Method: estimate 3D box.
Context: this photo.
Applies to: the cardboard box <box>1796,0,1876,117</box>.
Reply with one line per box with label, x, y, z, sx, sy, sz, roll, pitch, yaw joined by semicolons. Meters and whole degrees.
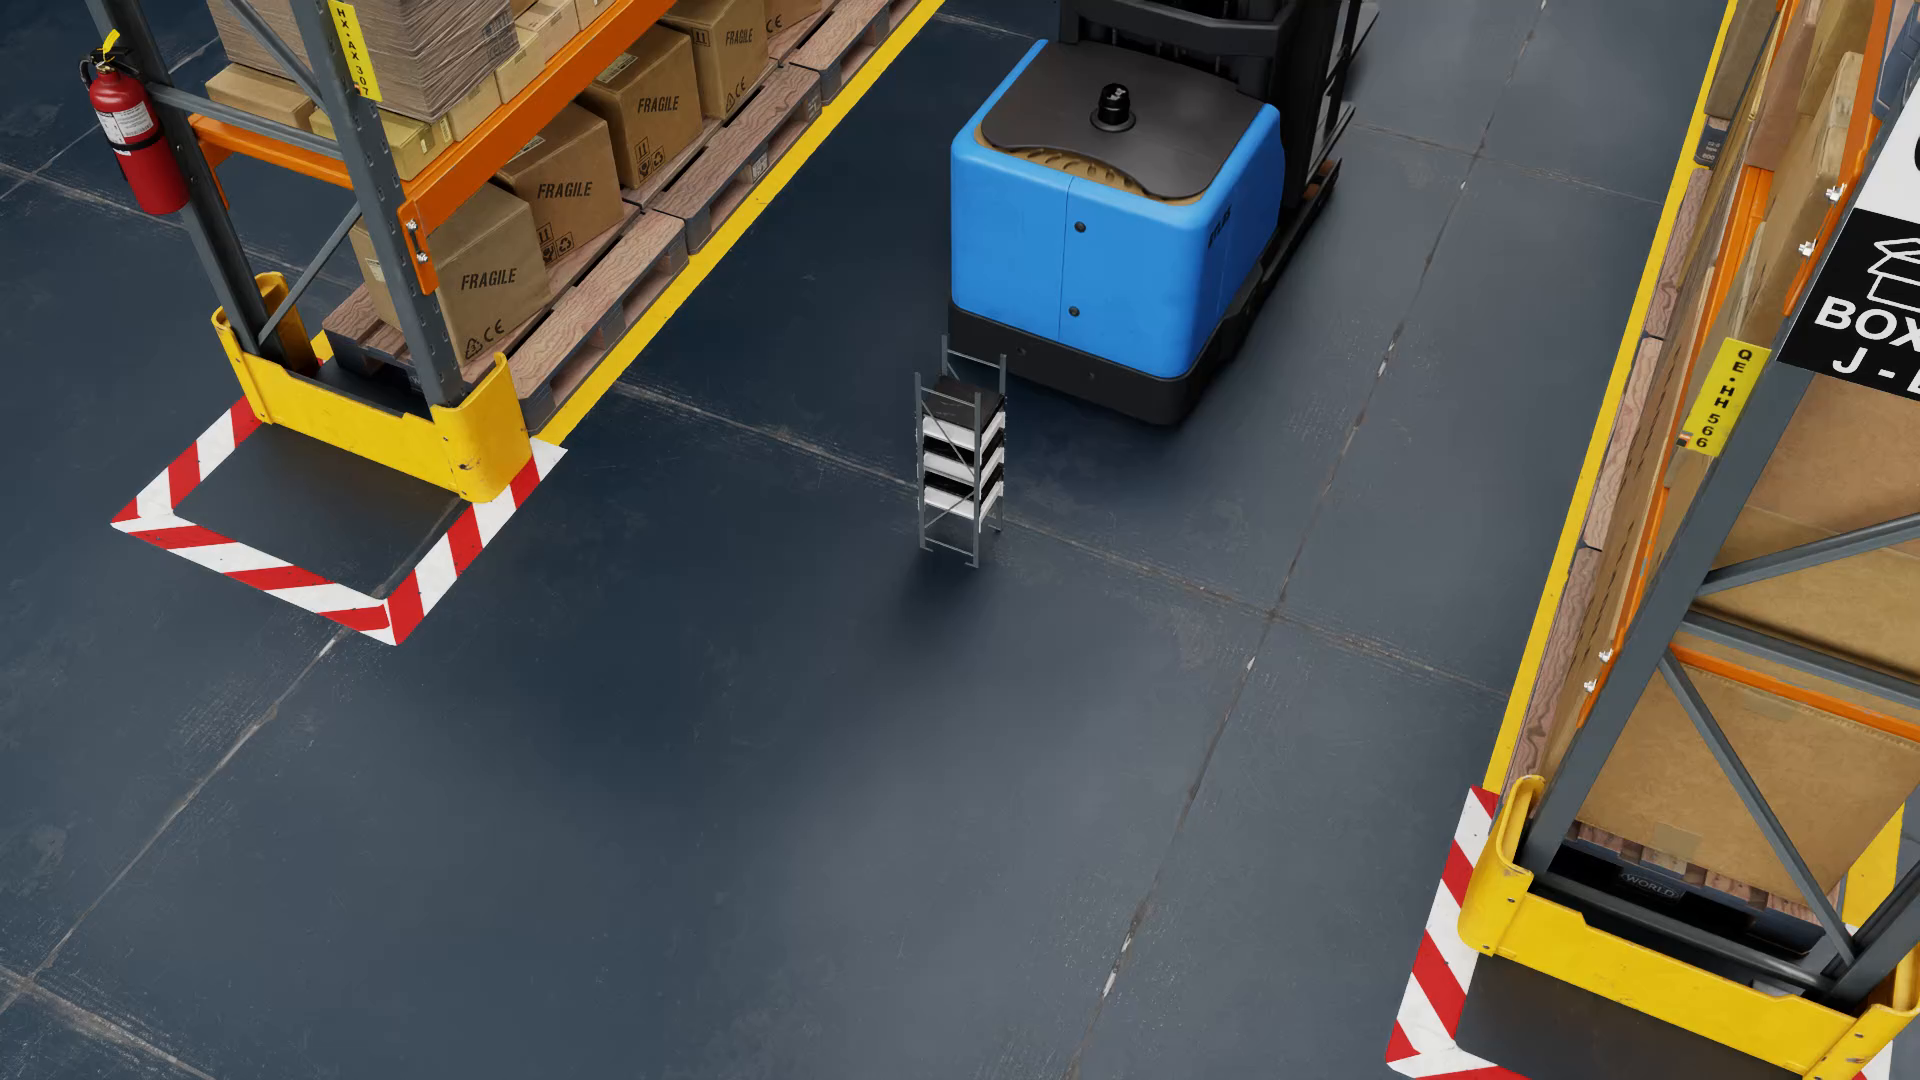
cardboard box;2.964;-1.467;4.721;0.875;0.550;0.500;20;52;16

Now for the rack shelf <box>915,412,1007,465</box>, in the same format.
rack shelf;0.003;-0.392;5.800;0.258;0.077;0.200;20;52;16

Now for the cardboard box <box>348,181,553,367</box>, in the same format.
cardboard box;-2.011;-1.102;6.583;0.500;0.500;0.500;29;55;22

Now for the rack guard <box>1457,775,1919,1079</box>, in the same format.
rack guard;2.138;1.159;4.936;1.175;0.500;0.348;20;52;16

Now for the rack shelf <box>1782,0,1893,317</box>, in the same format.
rack shelf;3.003;-1.784;4.301;1.077;0.370;4.000;20;52;16

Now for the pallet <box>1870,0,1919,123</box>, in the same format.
pallet;2.456;-1.125;3.327;1.003;0.211;1.213;20;52;16

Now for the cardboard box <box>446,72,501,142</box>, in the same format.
cardboard box;-1.832;-1.554;5.768;0.380;0.149;0.250;20;52;16

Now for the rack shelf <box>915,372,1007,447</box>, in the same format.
rack shelf;0.003;-0.451;5.732;0.258;0.077;0.200;20;52;16

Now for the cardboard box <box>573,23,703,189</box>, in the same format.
cardboard box;-1.502;-1.949;7.305;0.500;0.500;0.500;24;54;19

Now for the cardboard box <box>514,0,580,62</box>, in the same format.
cardboard box;-1.623;-1.901;6.063;0.380;0.149;0.250;20;52;16

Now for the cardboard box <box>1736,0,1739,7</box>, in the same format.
cardboard box;4.457;-2.949;7.991;1.050;0.750;0.750;20;52;16

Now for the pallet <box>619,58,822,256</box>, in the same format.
pallet;-1.359;-1.885;7.715;1.003;0.211;1.213;20;52;16

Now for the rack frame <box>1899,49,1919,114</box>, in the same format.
rack frame;2.148;-1.612;1.713;1.000;3.000;0.127;20;52;16

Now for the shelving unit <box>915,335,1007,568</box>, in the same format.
shelving unit;0.003;-0.297;5.912;0.258;0.900;0.210;20;52;16

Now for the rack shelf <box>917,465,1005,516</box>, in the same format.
rack shelf;0.003;-0.217;6.006;0.258;0.077;0.200;20;52;16

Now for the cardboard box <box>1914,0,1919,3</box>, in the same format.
cardboard box;1.984;-1.066;3.042;0.380;0.149;0.250;20;52;16

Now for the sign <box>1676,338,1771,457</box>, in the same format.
sign;1.664;-0.306;3.625;0.100;0.325;0.005;20;52;16

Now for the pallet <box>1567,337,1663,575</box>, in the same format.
pallet;2.942;-0.177;6.262;1.003;0.211;1.213;20;52;16

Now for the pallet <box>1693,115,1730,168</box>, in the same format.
pallet;4.119;-2.074;7.876;1.003;0.211;1.213;20;52;16

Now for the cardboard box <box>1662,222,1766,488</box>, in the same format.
cardboard box;2.481;-0.372;4.499;0.875;0.550;0.550;20;52;16

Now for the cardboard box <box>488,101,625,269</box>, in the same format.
cardboard box;-1.787;-1.525;6.943;0.500;0.500;0.500;33;57;25

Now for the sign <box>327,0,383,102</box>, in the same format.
sign;-1.802;-1.455;4.950;0.100;0.325;0.005;20;52;16

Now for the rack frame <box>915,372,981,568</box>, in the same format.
rack frame;-0.040;-0.227;5.852;0.240;0.900;0.006;20;52;16

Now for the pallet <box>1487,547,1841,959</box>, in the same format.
pallet;2.419;0.660;5.550;1.003;0.211;1.213;20;52;16

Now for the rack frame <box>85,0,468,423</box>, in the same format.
rack frame;-2.293;-1.351;5.430;1.000;3.000;0.127;20;52;16

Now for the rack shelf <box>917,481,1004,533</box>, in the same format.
rack shelf;0.003;-0.159;6.075;0.258;0.077;0.200;20;52;16

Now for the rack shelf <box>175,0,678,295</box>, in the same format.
rack shelf;-1.439;-2.495;6.876;1.077;0.370;4.000;20;52;16

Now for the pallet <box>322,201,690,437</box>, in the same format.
pallet;-1.882;-1.048;7.003;1.003;0.211;1.213;20;52;16

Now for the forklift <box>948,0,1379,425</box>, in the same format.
forklift;1.075;-2.536;6.483;1.130;2.935;3.031;21;53;17

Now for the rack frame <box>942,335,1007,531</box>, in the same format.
rack frame;0.047;-0.367;5.972;0.240;0.900;0.006;20;52;16

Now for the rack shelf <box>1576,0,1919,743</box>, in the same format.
rack shelf;3.003;-0.812;5.444;1.077;0.370;4.000;20;52;16

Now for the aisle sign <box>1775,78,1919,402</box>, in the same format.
aisle sign;1.847;-0.559;3.049;0.394;0.787;0.004;20;52;16

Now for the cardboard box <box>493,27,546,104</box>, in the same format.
cardboard box;-1.711;-1.722;5.910;0.380;0.149;0.250;20;52;16

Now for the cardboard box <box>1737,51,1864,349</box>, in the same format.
cardboard box;2.493;-0.718;4.084;0.875;0.550;0.550;20;52;16

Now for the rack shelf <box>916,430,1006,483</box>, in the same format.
rack shelf;0.003;-0.334;5.869;0.258;0.077;0.200;20;52;16

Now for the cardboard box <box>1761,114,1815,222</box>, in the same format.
cardboard box;3.023;-1.096;5.114;0.875;0.550;0.500;20;52;16

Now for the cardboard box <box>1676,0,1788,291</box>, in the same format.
cardboard box;3.525;-1.459;6.642;0.875;0.875;0.875;21;53;17

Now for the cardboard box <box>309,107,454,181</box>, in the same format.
cardboard box;-1.956;-1.388;5.627;0.380;0.149;0.250;20;52;16

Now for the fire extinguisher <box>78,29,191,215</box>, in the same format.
fire extinguisher;-2.759;-1.397;5.520;0.296;0.674;0.183;20;52;16

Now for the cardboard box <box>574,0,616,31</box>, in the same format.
cardboard box;-1.510;-2.070;6.207;0.380;0.149;0.250;20;52;16

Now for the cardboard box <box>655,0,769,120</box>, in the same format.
cardboard box;-1.223;-2.319;7.619;0.500;0.500;0.500;16;51;13

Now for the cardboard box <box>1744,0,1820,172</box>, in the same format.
cardboard box;3.159;-1.493;5.453;0.875;0.550;0.550;20;52;16

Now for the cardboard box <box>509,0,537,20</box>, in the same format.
cardboard box;-1.928;-2.233;5.920;0.875;0.500;0.500;20;52;16

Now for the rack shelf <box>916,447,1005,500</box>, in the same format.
rack shelf;0.003;-0.276;5.937;0.258;0.077;0.200;20;52;16

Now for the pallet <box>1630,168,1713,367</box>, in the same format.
pallet;3.462;-1.020;6.980;1.003;0.211;1.213;20;52;16

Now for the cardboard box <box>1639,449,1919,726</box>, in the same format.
cardboard box;2.266;0.013;4.171;0.875;0.550;0.550;20;52;16

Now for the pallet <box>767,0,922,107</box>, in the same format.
pallet;-0.839;-2.728;8.433;1.003;0.211;1.213;20;52;16

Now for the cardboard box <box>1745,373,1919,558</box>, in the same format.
cardboard box;2.342;-0.309;3.736;0.875;0.550;0.550;20;52;16

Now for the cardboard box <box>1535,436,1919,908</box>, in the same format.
cardboard box;2.378;0.396;5.063;0.875;0.875;0.875;20;53;16

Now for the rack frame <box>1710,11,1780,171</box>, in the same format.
rack frame;3.857;-2.422;6.341;1.000;3.000;0.127;20;52;16

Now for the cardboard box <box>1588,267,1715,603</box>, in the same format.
cardboard box;2.752;-0.210;5.579;0.875;0.875;0.875;19;52;16

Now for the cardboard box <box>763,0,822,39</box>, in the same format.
cardboard box;-1.029;-2.772;8.005;0.500;0.500;0.500;36;58;27

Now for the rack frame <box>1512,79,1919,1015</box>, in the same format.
rack frame;2.148;0.332;3.998;1.000;3.000;0.127;20;52;16

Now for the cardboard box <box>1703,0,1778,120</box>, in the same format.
cardboard box;4.041;-2.286;7.427;1.050;0.750;0.750;20;52;16

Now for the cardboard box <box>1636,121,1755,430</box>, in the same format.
cardboard box;3.144;-0.837;6.112;0.875;0.875;0.875;20;53;16

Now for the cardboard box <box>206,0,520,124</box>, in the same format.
cardboard box;-2.033;-1.850;5.593;0.875;0.500;0.500;20;52;16

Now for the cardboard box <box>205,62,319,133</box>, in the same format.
cardboard box;-2.358;-1.533;5.750;0.380;0.149;0.250;20;52;16

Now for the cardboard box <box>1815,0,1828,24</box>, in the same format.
cardboard box;3.184;-1.834;5.034;0.875;0.550;0.550;20;52;16

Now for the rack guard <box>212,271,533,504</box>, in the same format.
rack guard;-2.261;-0.593;6.427;1.175;0.500;0.348;20;52;16
